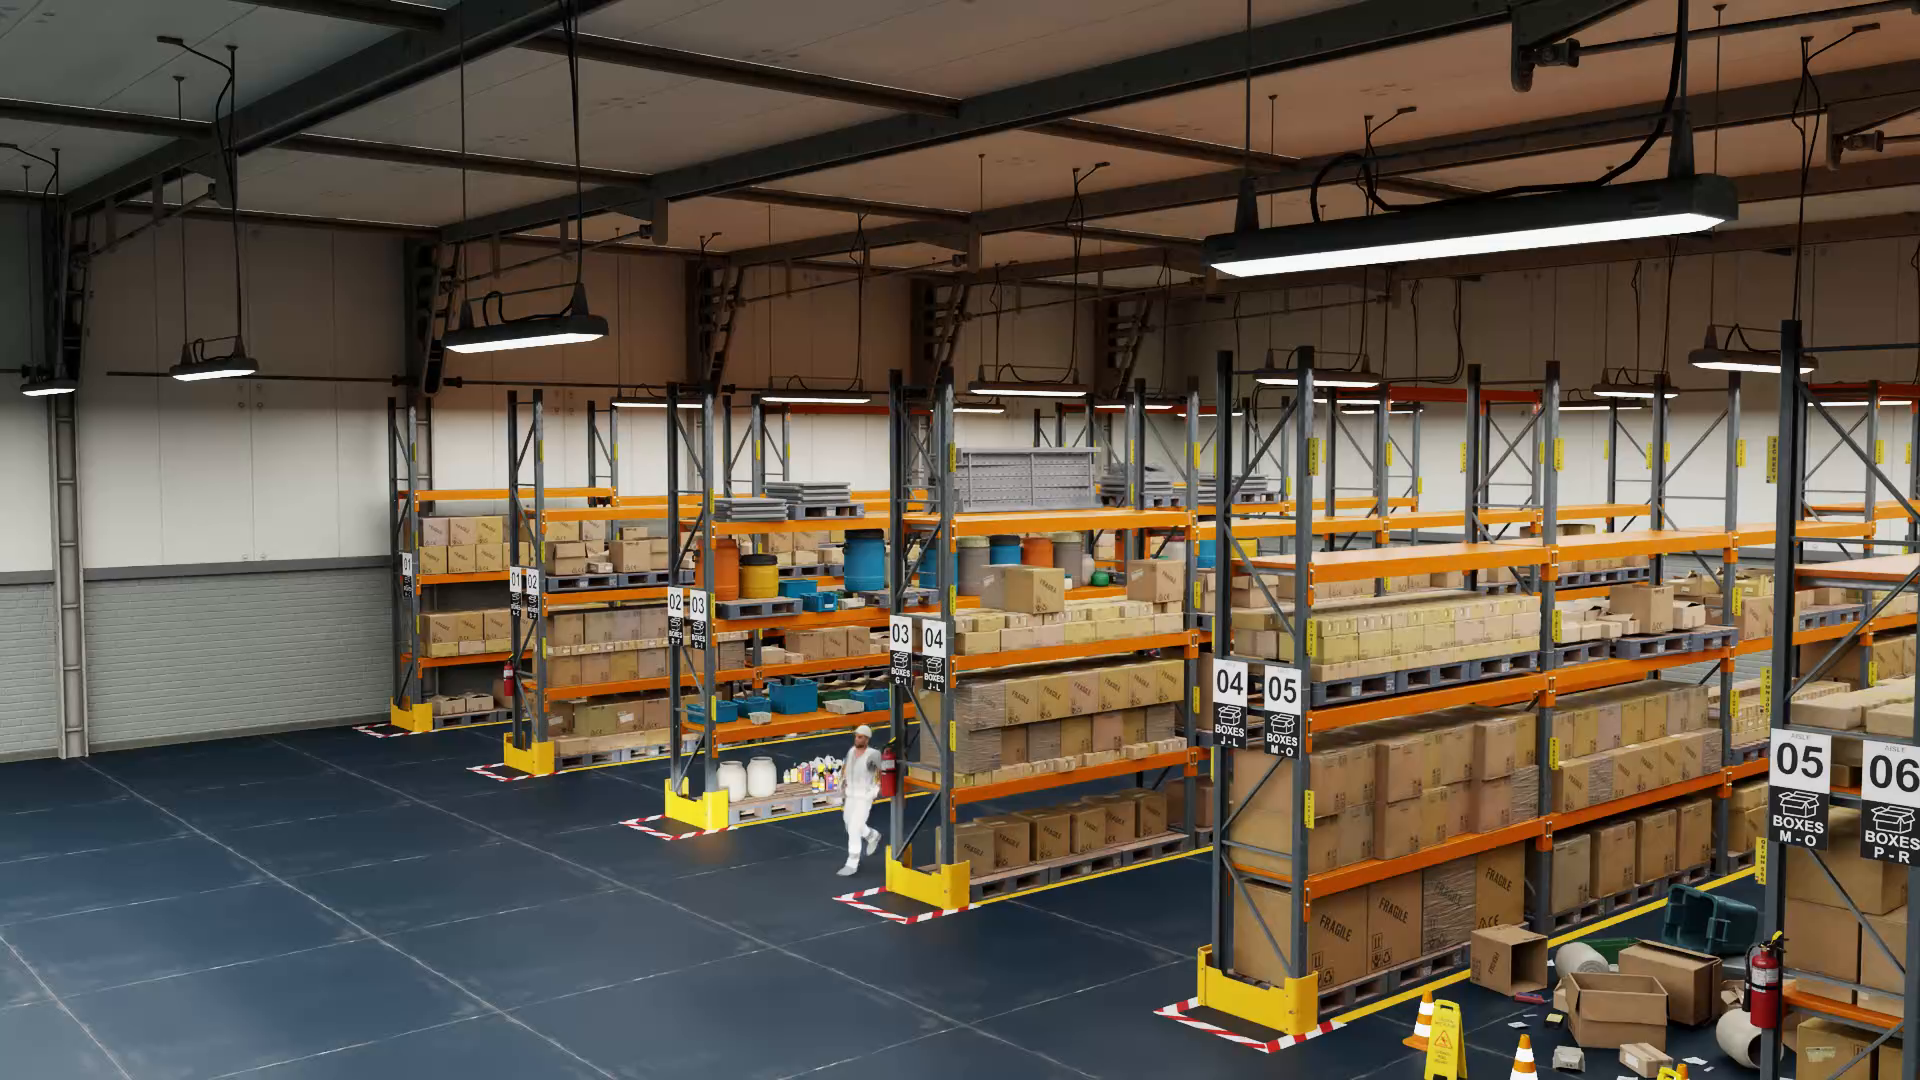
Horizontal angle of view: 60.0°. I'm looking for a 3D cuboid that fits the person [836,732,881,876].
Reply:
[{"bbox_3d":[-1.160,3.143,20.107,0.701,1.743,0.848,3,4,40],"label":"person"}]
